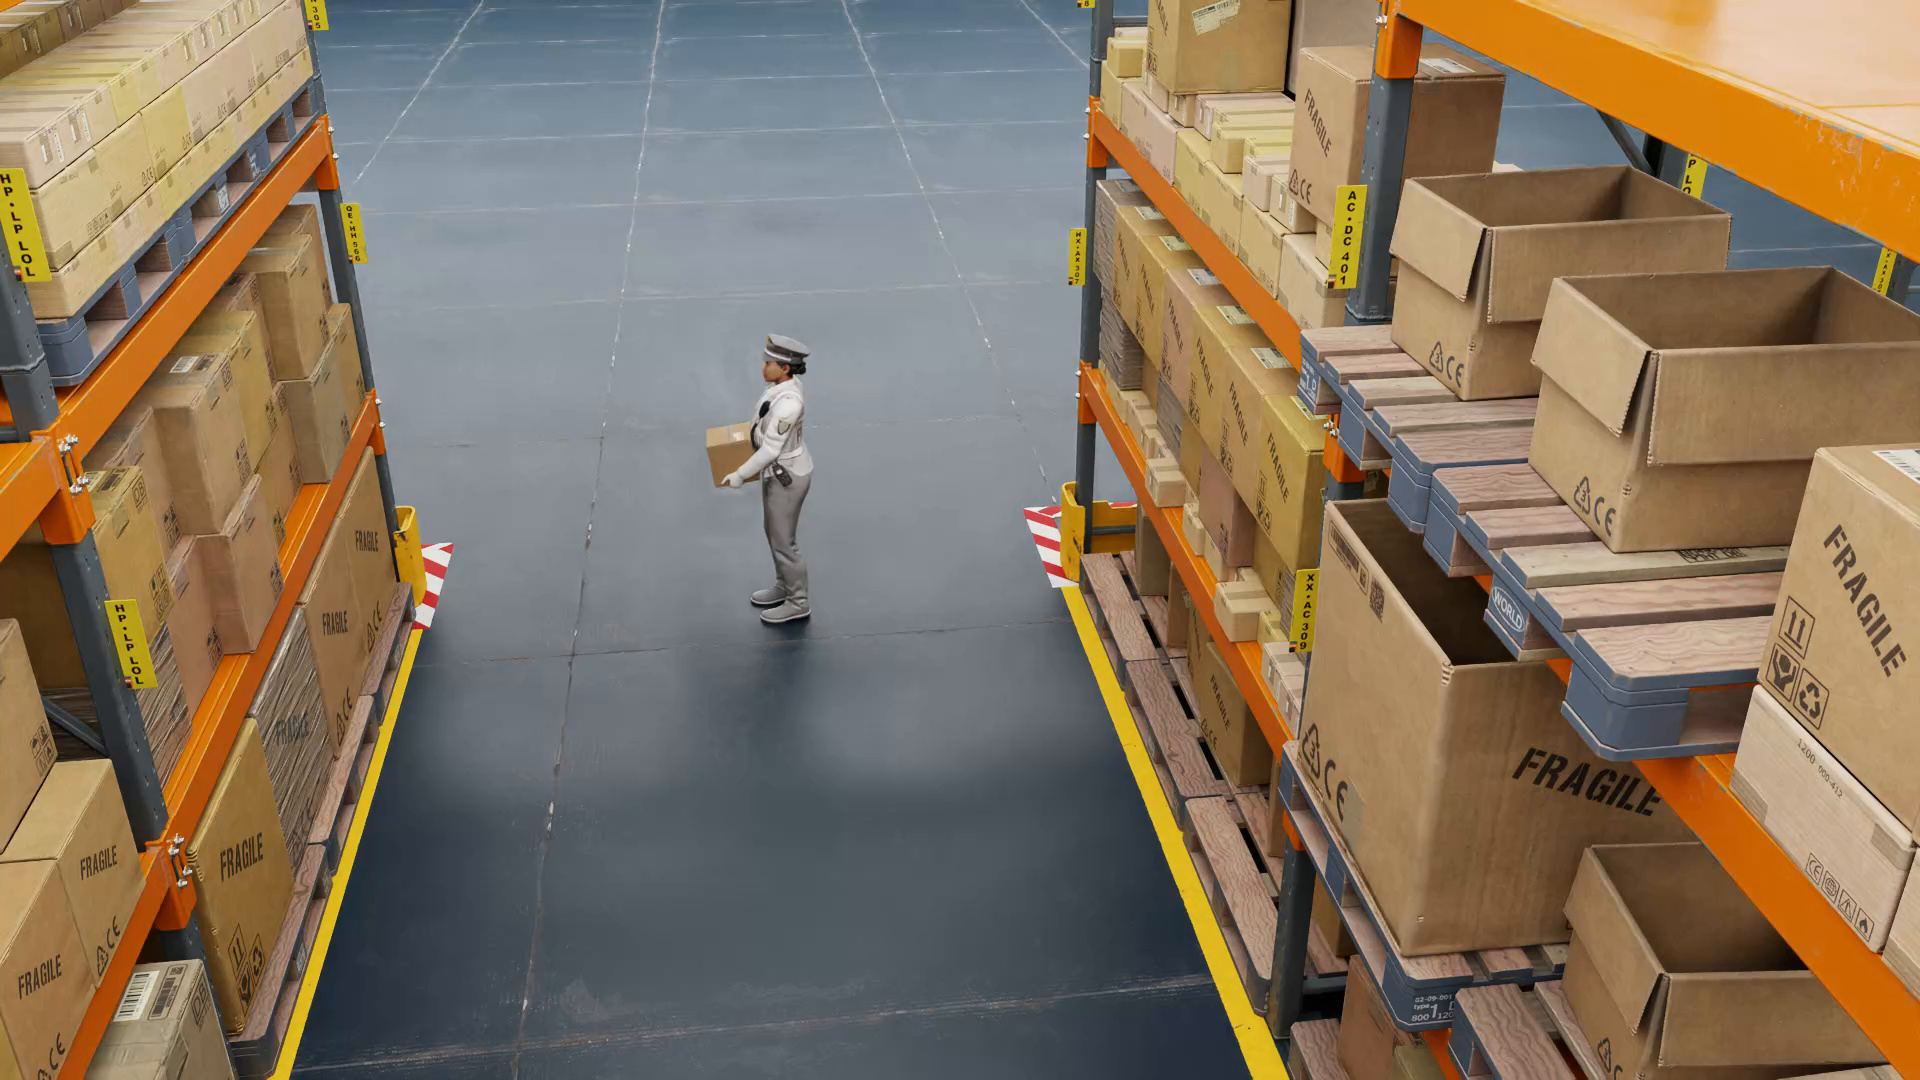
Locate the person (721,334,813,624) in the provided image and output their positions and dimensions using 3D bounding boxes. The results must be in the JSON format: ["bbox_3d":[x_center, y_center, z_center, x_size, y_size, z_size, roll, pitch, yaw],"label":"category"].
[{"bbox_3d":[-1.067,-0.349,9.272,0.523,1.691,0.453,-4,28,-7],"label":"person"}]
